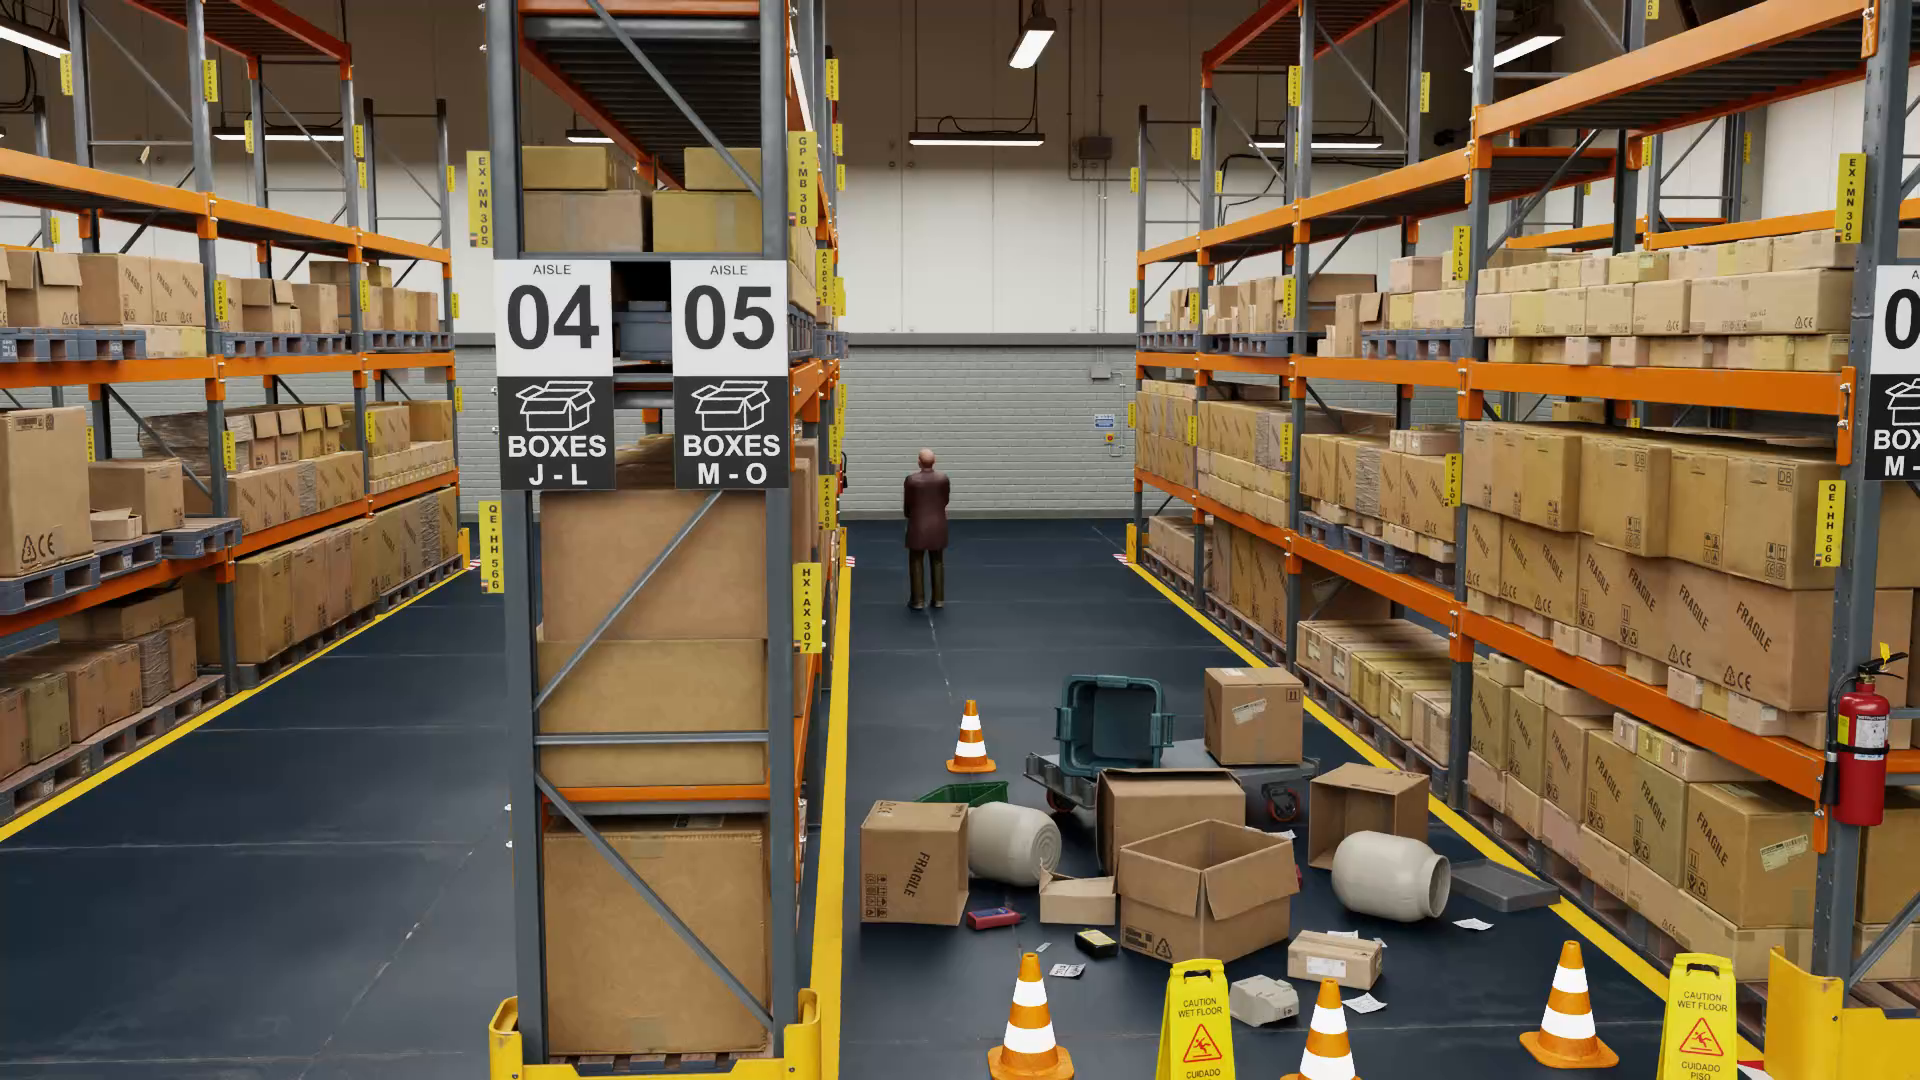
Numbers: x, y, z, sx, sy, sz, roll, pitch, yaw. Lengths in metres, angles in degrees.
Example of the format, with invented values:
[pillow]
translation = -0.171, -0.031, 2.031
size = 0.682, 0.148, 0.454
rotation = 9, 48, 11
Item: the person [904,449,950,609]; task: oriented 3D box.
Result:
[person]
translation = -0.395, -0.139, 18.487
size = 0.528, 1.773, 0.554
rotation = -2, 7, -14
